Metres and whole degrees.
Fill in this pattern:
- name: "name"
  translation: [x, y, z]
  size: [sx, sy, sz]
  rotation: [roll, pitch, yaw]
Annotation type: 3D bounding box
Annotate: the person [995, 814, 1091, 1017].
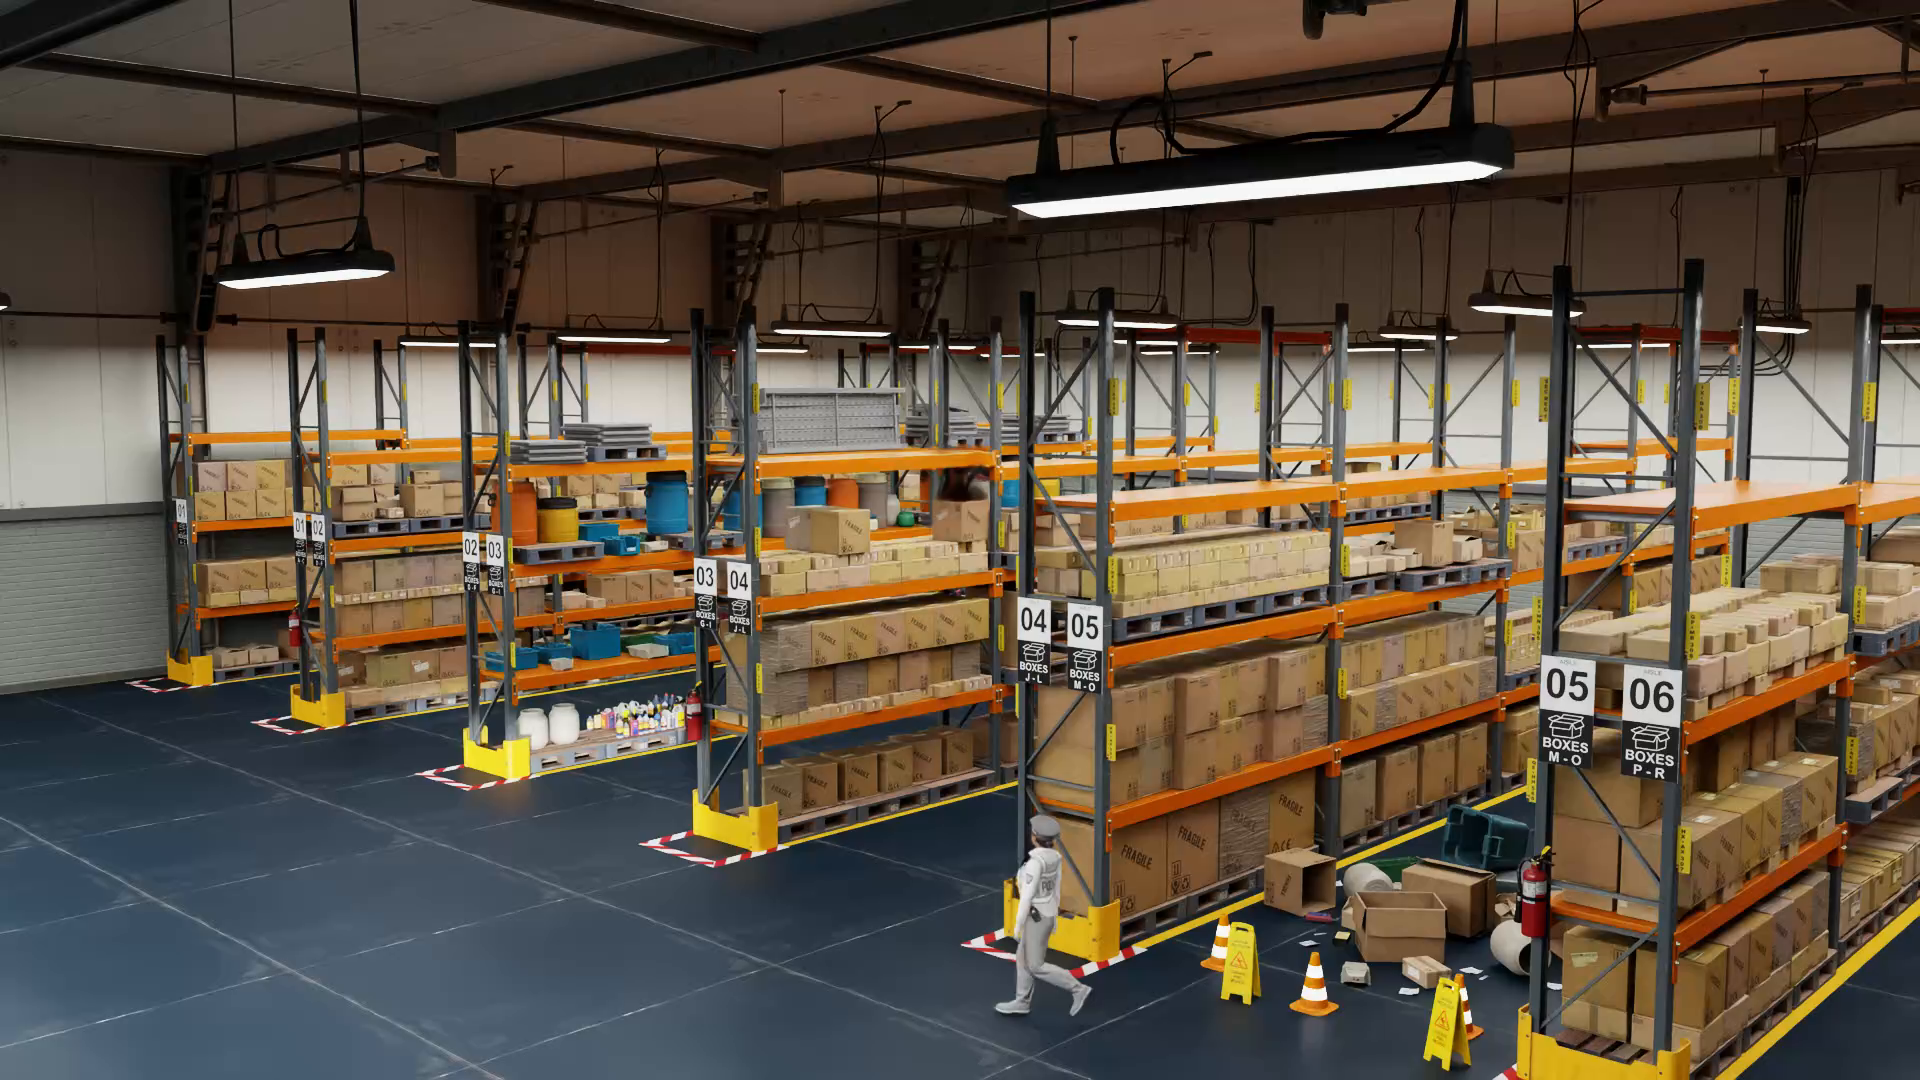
- name: "person"
  translation: [0.670, 3.057, 13.490]
  size: [0.775, 1.675, 0.432]
  rotation: [0, 5, 4]
